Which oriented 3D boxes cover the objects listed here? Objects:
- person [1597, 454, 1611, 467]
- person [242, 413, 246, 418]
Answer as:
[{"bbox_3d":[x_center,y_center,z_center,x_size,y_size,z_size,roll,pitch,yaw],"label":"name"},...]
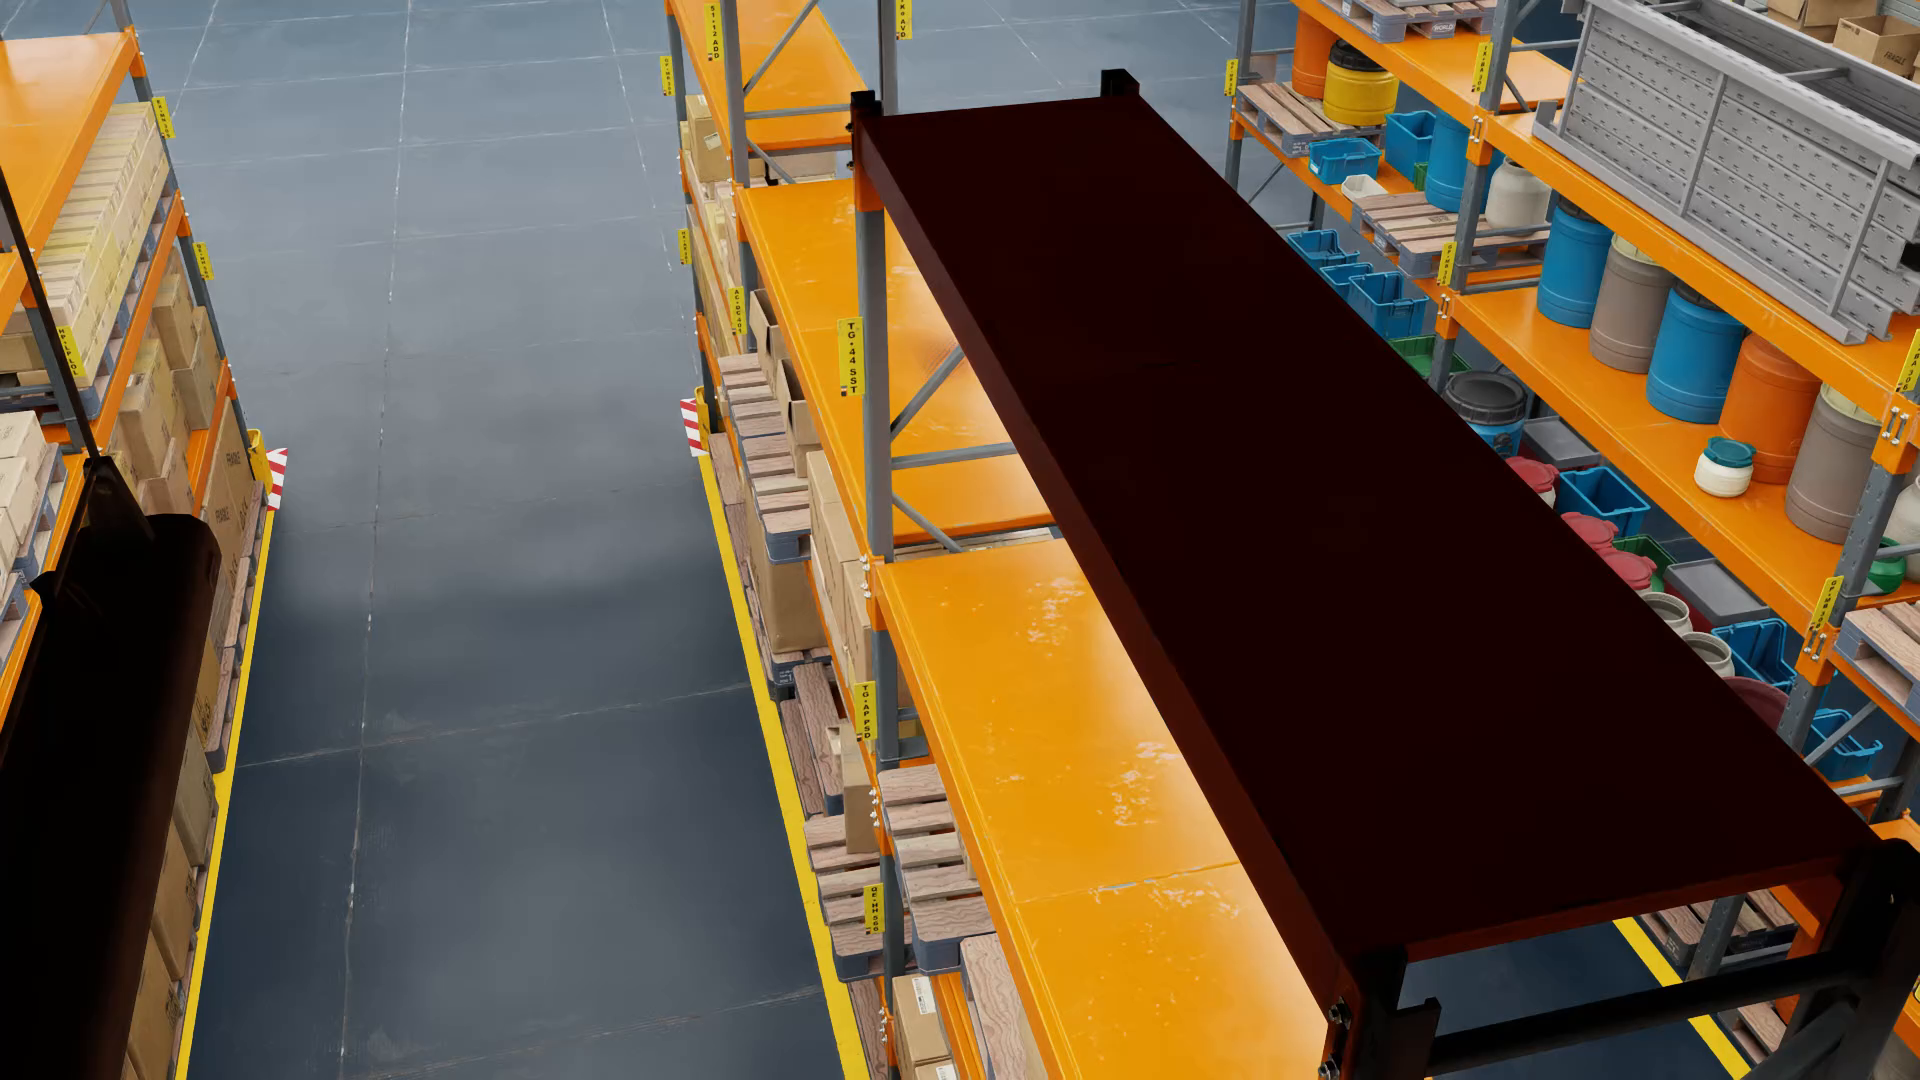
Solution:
[{"bbox_3d":[5.256,-0.845,13.755,0.366,1.779,0.569,0,34,0],"label":"person"},{"bbox_3d":[-7.260,-1.858,15.216,0.916,1.743,0.558,-17,38,-23],"label":"person"}]
